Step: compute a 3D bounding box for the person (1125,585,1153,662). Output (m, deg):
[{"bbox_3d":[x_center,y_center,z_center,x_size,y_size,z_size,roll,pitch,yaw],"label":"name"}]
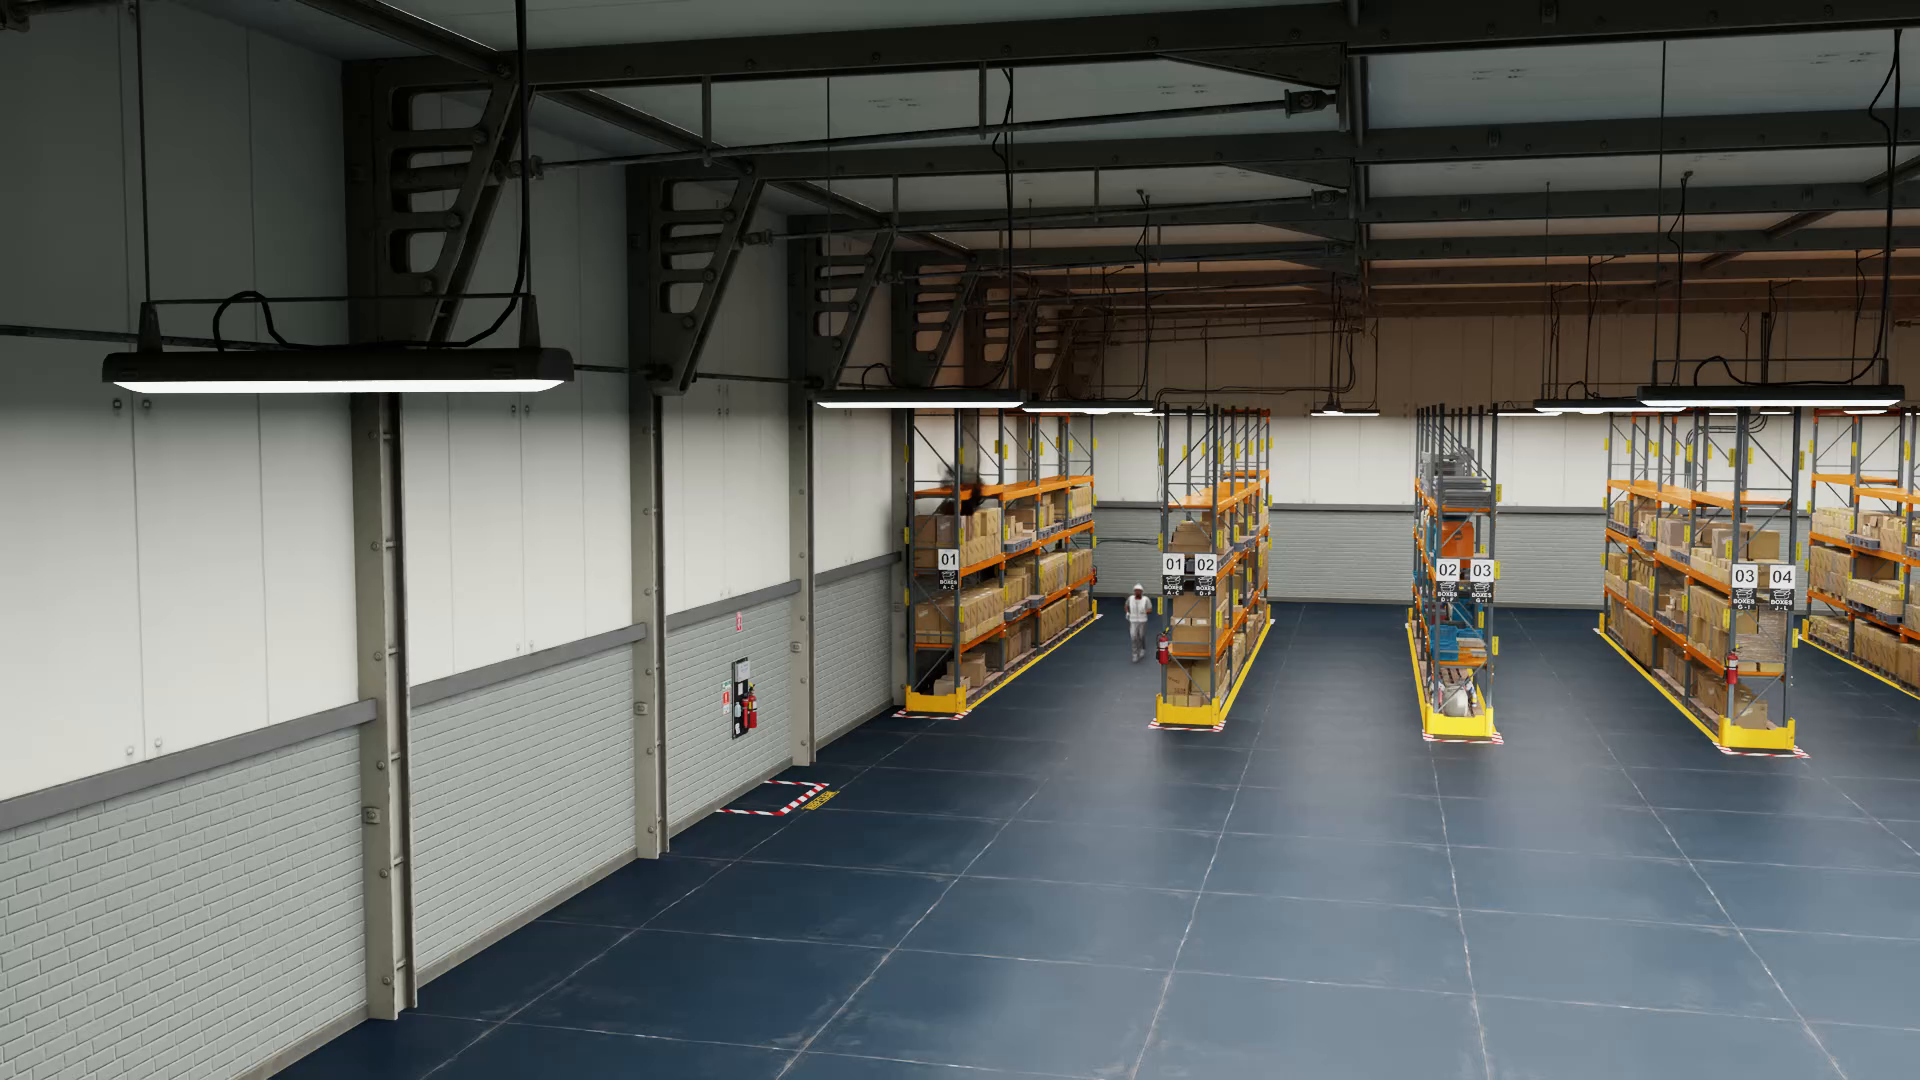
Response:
[{"bbox_3d":[4.222,1.950,39.405,0.677,1.793,0.862,1,4,11],"label":"person"}]
